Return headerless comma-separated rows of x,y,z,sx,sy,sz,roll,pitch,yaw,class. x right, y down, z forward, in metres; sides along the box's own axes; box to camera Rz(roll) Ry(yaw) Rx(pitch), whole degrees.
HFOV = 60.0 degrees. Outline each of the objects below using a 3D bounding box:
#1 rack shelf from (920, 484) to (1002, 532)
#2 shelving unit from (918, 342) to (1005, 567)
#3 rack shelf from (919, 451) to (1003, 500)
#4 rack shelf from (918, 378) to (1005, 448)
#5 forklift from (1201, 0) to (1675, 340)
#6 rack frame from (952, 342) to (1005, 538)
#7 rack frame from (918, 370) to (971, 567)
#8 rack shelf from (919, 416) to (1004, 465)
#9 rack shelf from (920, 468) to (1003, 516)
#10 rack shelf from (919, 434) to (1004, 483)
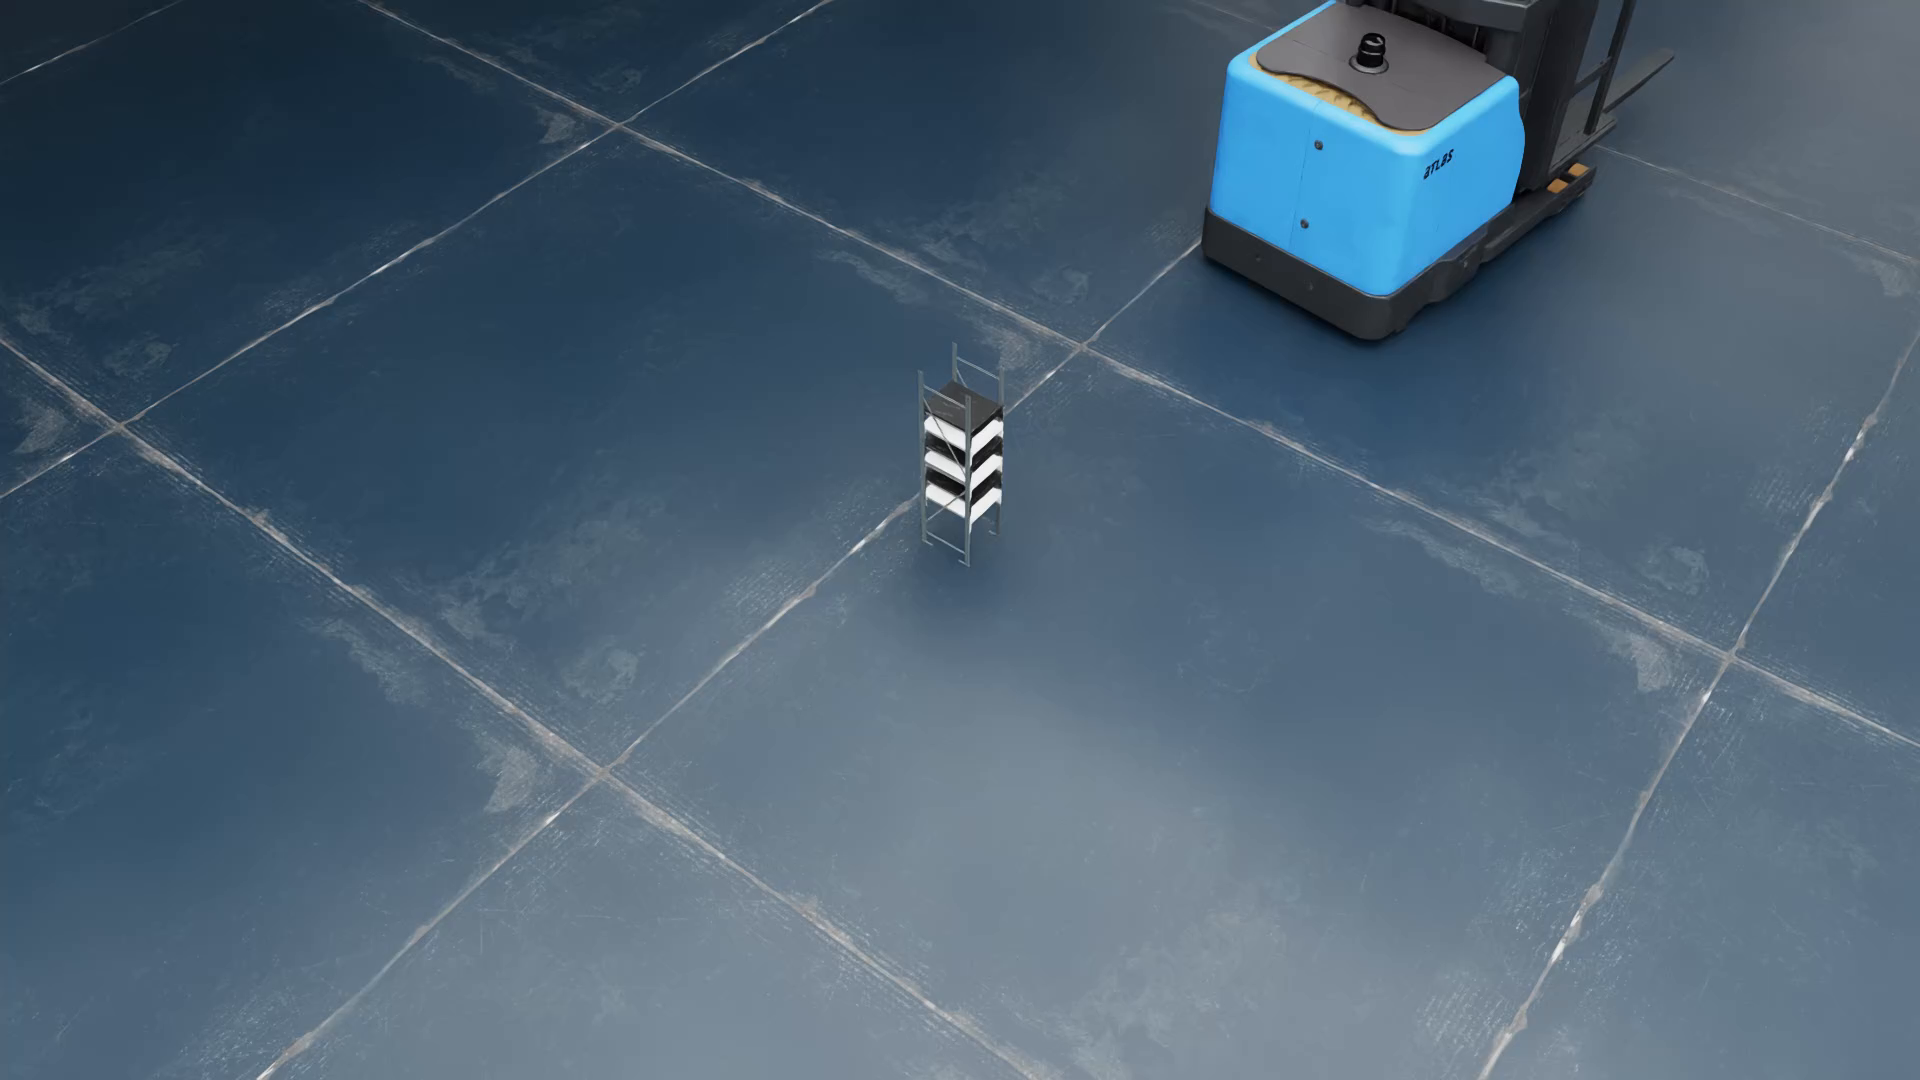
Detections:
0.005,-0.168,6.583,0.258,0.077,0.200,29,53,25,rack shelf
0.005,-0.315,6.429,0.258,0.900,0.210,29,53,25,shelving unit
0.005,-0.292,6.453,0.258,0.077,0.200,29,53,25,rack shelf
0.005,-0.479,6.258,0.258,0.077,0.200,29,53,25,rack shelf
2.552,-2.880,7.474,1.130,2.935,3.031,36,56,29,forklift
0.067,-0.374,6.485,0.240,0.900,0.006,29,53,25,rack frame
-0.057,-0.257,6.373,0.240,0.900,0.006,29,53,25,rack frame
0.005,-0.417,6.323,0.258,0.077,0.200,29,53,25,rack shelf
0.005,-0.230,6.518,0.258,0.077,0.200,29,53,25,rack shelf
0.005,-0.355,6.388,0.258,0.077,0.200,29,53,25,rack shelf
